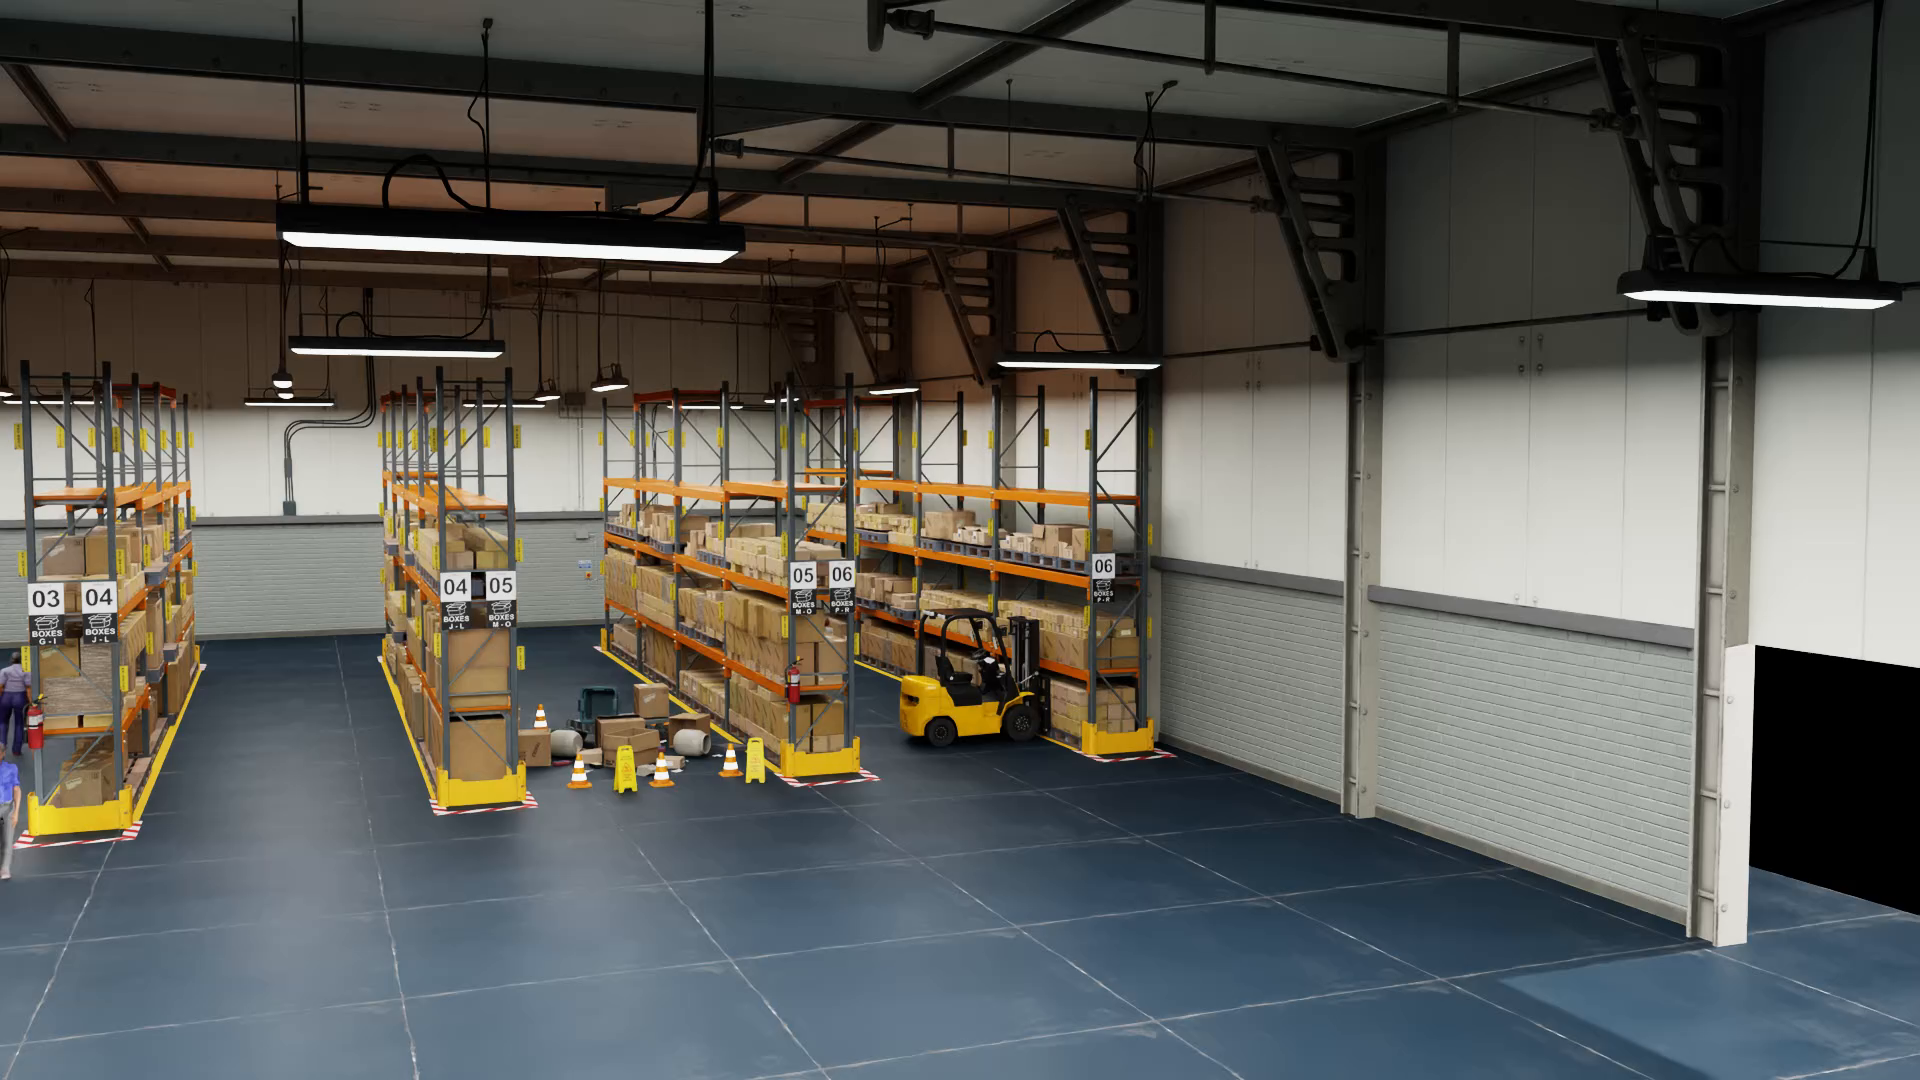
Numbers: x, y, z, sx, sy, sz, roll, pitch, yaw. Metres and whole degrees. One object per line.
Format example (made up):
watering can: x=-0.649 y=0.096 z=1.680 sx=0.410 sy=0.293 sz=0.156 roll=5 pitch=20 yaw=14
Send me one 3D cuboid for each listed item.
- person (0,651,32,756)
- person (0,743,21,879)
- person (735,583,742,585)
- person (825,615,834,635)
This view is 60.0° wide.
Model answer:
person: x=-14.990 y=2.592 z=26.333 sx=0.586 sy=1.657 sz=0.394 roll=-1 pitch=4 yaw=-19
person: x=-10.748 y=3.057 z=18.576 sx=0.469 sy=1.605 sz=0.977 roll=-2 pitch=4 yaw=-35
person: x=-5.054 y=1.848 z=37.680 sx=0.630 sy=1.803 sz=0.454 roll=-1 pitch=4 yaw=-19
person: x=-2.659 y=2.255 z=32.262 sx=0.466 sy=1.597 sz=0.384 roll=-1 pitch=4 yaw=-21
